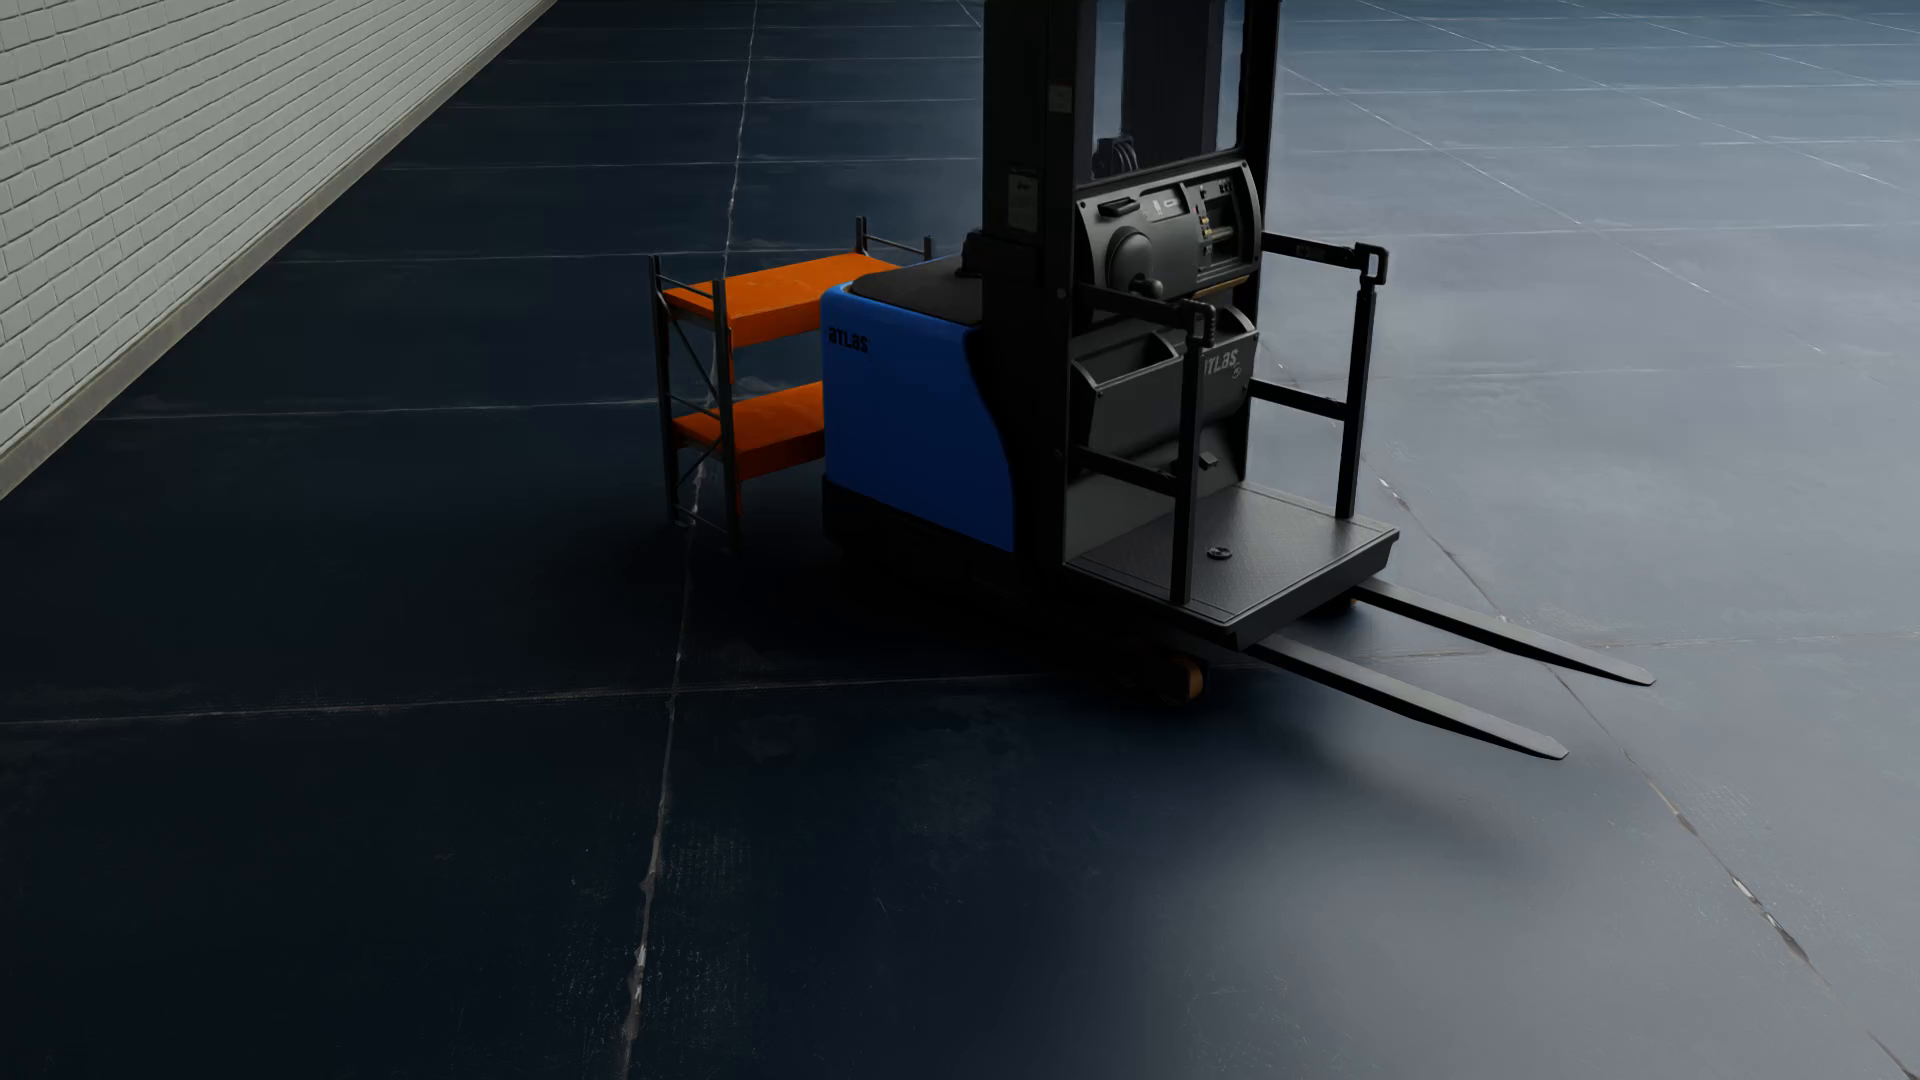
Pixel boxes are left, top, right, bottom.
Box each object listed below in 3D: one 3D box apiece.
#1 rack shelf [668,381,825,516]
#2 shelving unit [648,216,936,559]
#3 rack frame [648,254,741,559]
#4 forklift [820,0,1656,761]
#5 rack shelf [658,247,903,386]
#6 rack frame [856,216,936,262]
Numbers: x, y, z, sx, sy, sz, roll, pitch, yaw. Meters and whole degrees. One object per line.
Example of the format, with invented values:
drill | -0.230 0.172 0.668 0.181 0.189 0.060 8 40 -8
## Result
rack shelf | -0.656 -0.431 6.938 1.000 0.278 0.538 -19 30 -37
shelving unit | -0.656 -0.655 6.838 1.048 1.125 0.538 -19 30 -37
rack frame | -1.042 -0.520 6.536 0.032 1.125 0.500 -19 30 -37
forklift | 0.867 -1.029 5.455 3.031 2.935 1.130 21 32 39
rack shelf | -0.656 -0.922 6.719 1.000 0.278 0.538 -19 30 -37
rack frame | -0.271 -0.789 7.141 0.032 1.125 0.500 -19 30 -37
